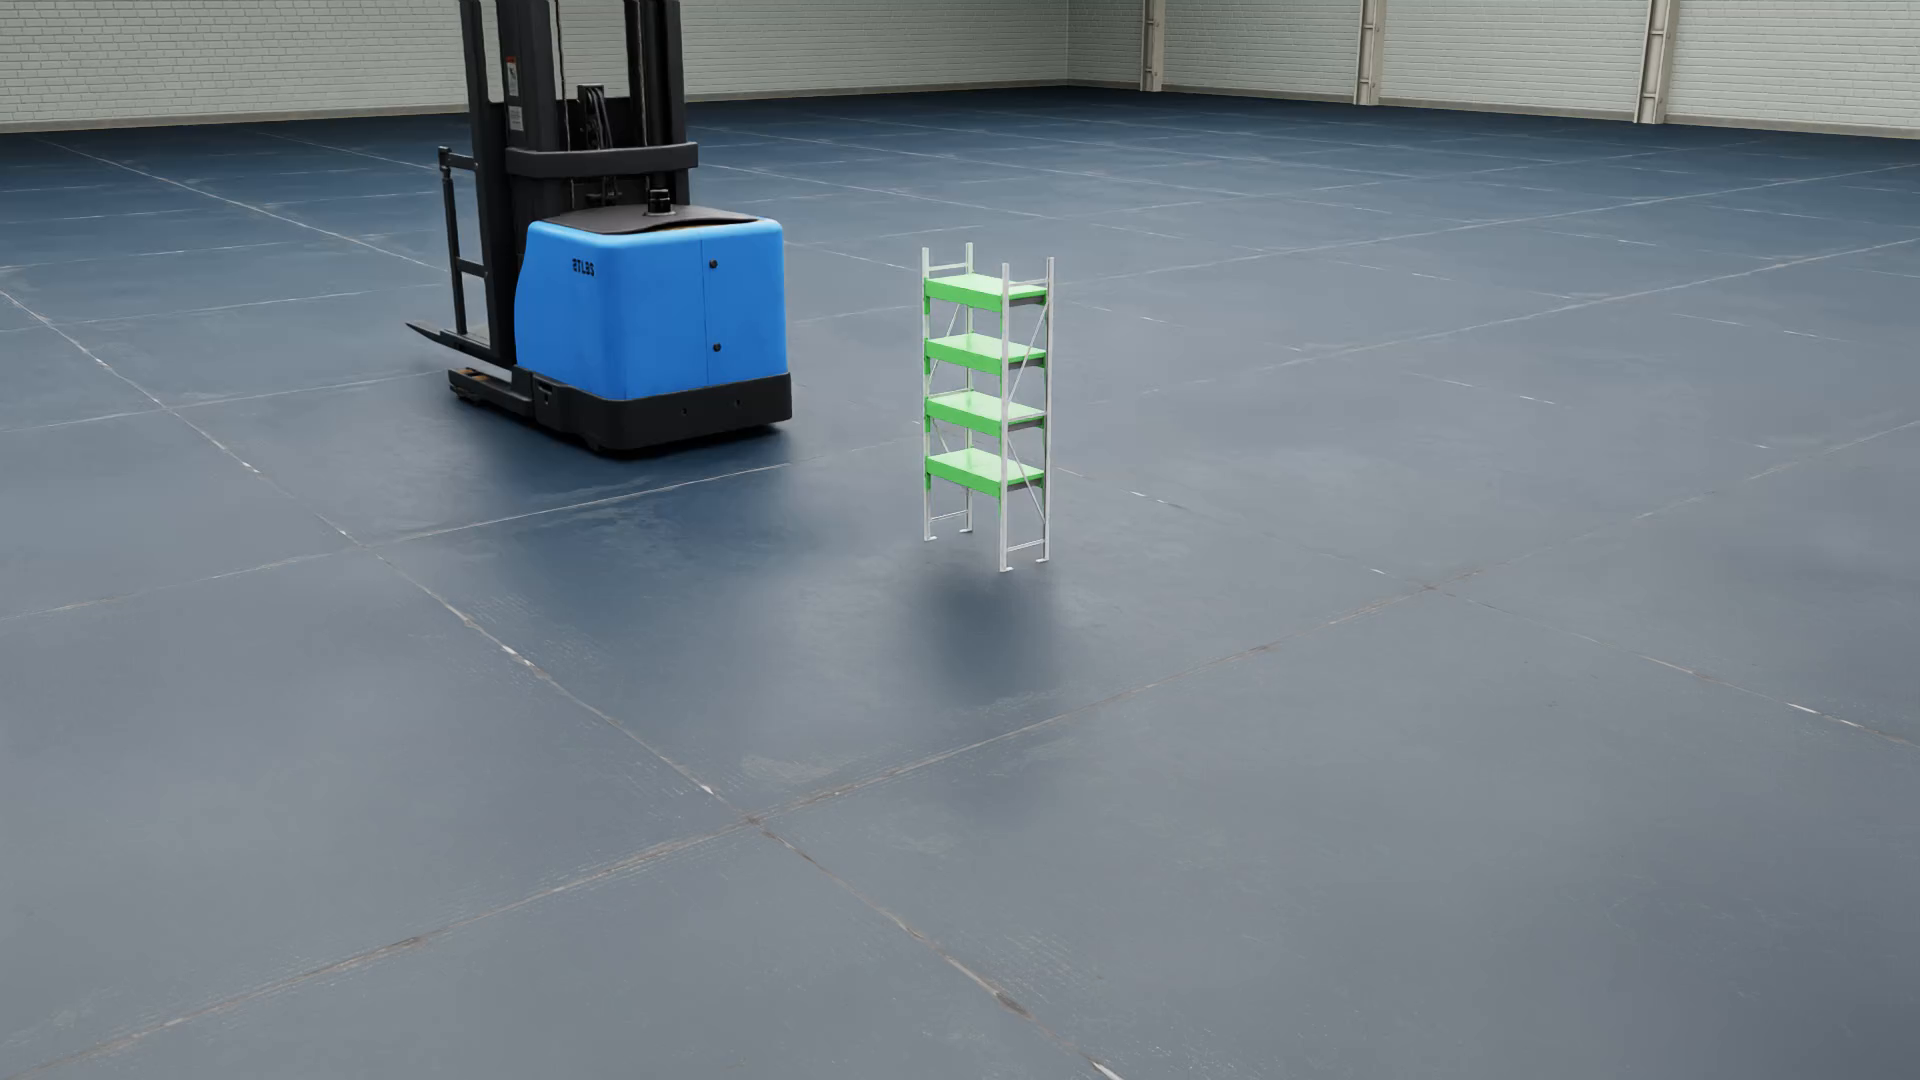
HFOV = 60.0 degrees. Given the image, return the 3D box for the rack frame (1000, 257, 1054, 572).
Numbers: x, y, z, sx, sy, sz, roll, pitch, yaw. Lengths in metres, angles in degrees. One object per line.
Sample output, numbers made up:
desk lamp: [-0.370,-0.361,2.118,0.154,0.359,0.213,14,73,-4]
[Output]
rack frame: [0.254,-0.469,6.369,0.240,1.200,0.015,-14,23,-36]

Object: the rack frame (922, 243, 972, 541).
rack frame: [-0.049,-0.589,6.732,0.240,1.200,0.015,-14,23,-36]

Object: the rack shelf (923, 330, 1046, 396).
rack shelf: [0.103,-0.696,6.495,0.258,0.148,0.480,-14,23,-36]

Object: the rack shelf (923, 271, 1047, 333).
rack shelf: [0.103,-0.924,6.420,0.258,0.148,0.480,-14,23,-36]

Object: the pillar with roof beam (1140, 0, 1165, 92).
pillar with roof beam: [0.905,-13.491,33.290,9.100,9.000,0.400,-14,23,-36]

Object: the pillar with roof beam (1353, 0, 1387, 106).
pillar with roof beam: [4.630,-12.013,28.826,9.100,9.000,0.400,-14,23,-36]

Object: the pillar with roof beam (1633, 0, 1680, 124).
pillar with roof beam: [8.355,-10.534,24.361,9.100,9.000,0.400,-14,23,-36]

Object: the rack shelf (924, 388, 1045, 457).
rack shelf: [0.103,-0.468,6.571,0.258,0.148,0.480,-14,23,-36]

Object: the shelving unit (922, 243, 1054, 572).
shelving unit: [0.103,-0.529,6.551,0.258,1.200,0.503,-14,23,-36]

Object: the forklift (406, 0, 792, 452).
forklift: [-2.182,-2.213,8.884,1.130,2.935,3.031,-14,23,-37]

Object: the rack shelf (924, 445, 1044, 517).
rack shelf: [0.103,-0.240,6.646,0.258,0.148,0.480,-14,23,-36]
